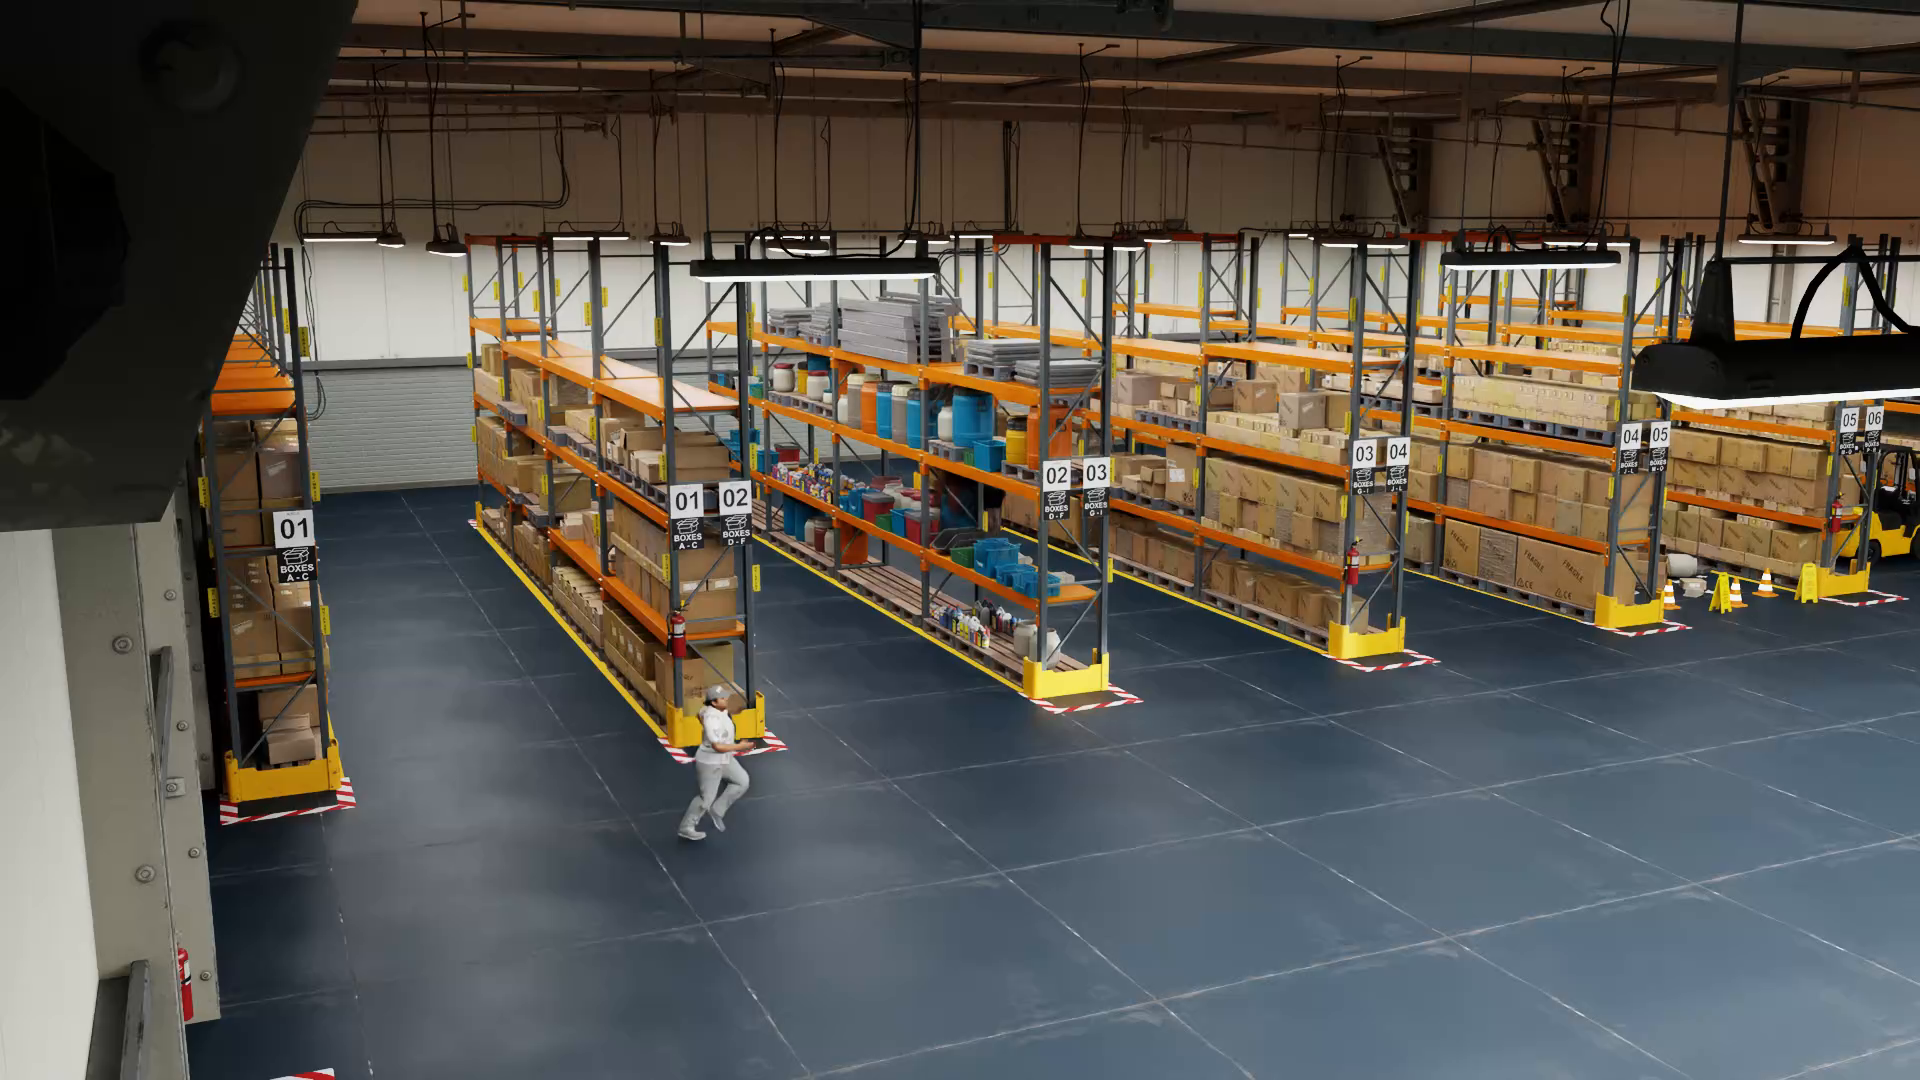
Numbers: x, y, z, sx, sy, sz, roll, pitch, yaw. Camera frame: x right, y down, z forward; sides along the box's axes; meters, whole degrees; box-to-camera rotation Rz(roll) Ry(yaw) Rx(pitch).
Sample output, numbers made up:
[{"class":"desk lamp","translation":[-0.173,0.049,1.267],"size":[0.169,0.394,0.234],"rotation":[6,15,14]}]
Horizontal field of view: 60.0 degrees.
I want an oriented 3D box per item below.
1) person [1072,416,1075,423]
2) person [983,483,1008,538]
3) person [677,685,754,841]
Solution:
[{"class":"person","translation":[2.567,-2.123,39.590],"size":[0.743,1.715,0.635],"rotation":[-3,11,-14]},{"class":"person","translation":[0.596,-0.639,32.200],"size":[0.653,1.659,0.761],"rotation":[-7,13,-34]},{"class":"person","translation":[-2.506,2.263,17.093],"size":[0.806,1.621,0.619],"rotation":[1,11,4]}]
